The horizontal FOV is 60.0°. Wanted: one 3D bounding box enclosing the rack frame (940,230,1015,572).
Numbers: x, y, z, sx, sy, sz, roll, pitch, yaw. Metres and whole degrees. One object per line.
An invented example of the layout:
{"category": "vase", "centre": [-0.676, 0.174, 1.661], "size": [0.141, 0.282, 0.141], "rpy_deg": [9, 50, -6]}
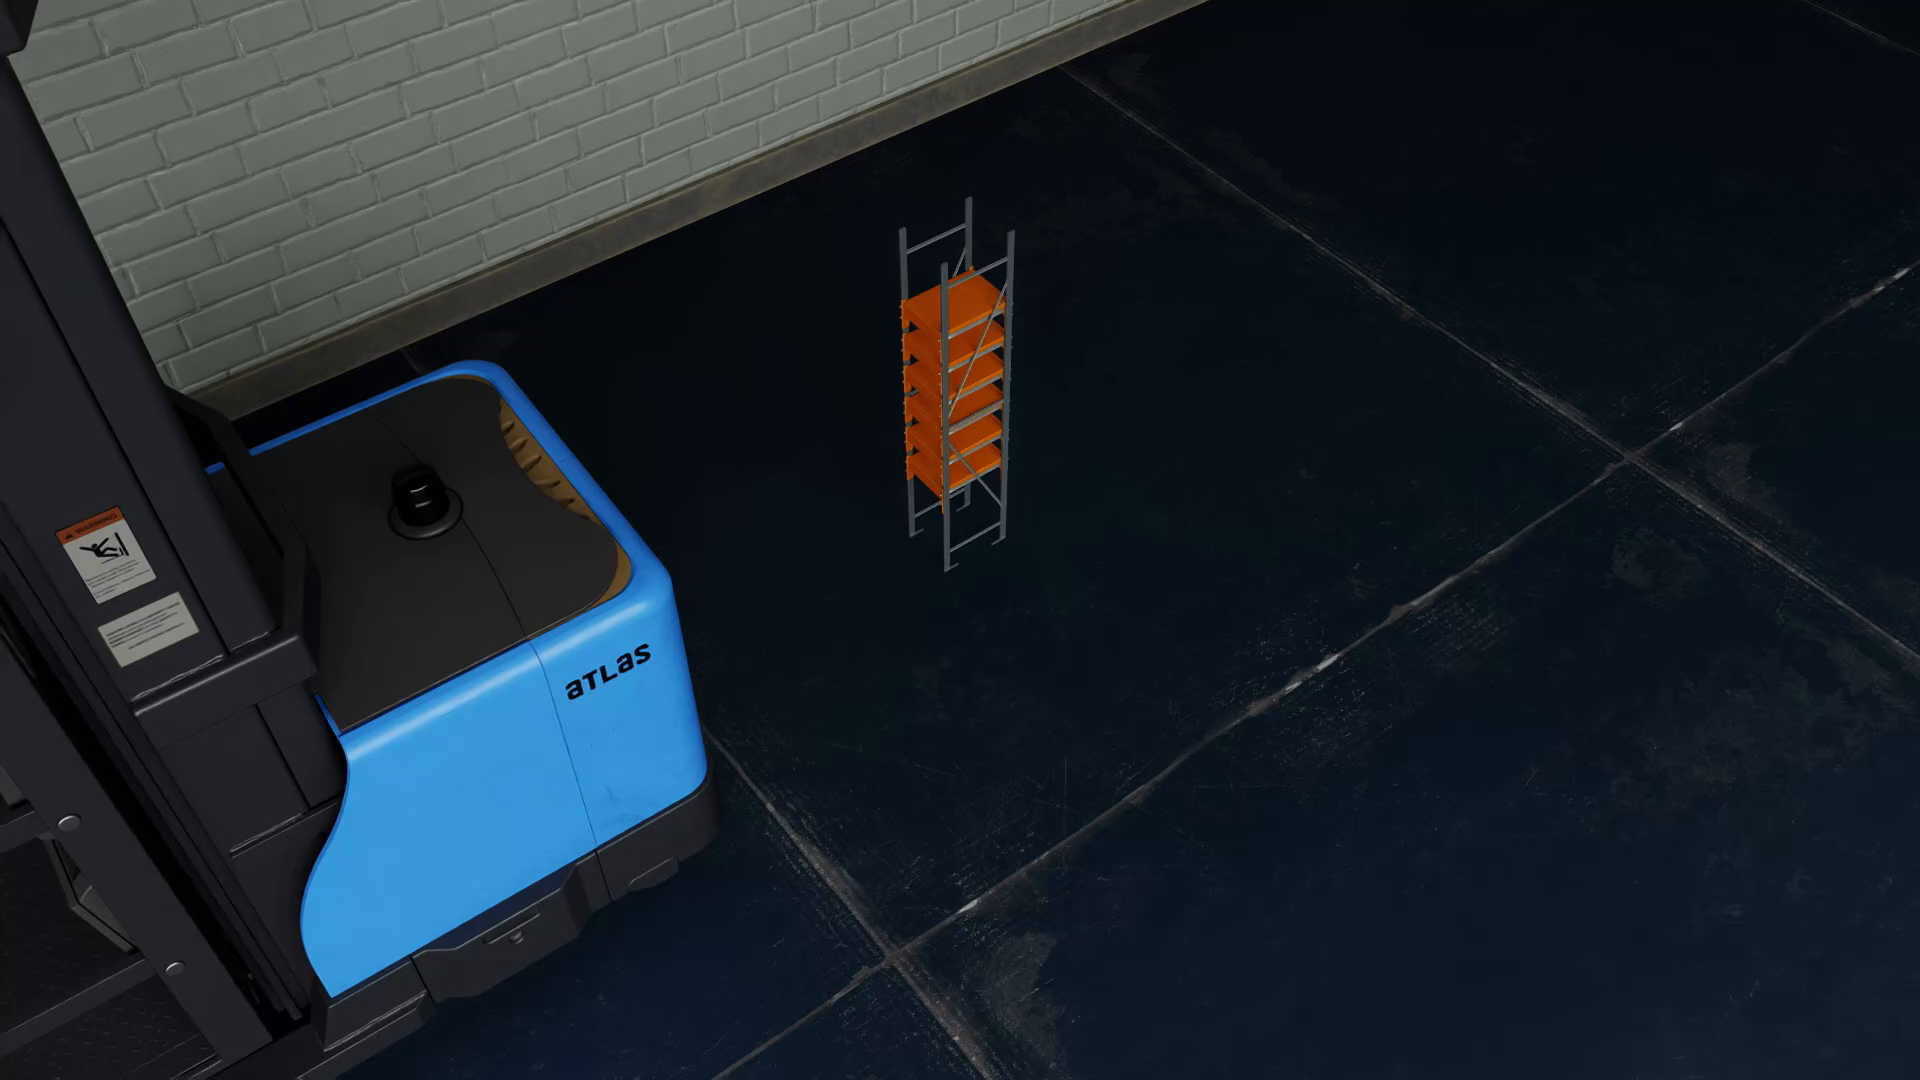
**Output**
{"category": "rack frame", "centre": [0.047, -0.358, 4.764], "size": [0.240, 1.200, 0.006], "rpy_deg": [-29, 54, -24]}

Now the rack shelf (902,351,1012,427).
{"category": "rack shelf", "centre": [-0.009, -0.462, 4.757], "size": [0.258, 0.103, 0.180], "rpy_deg": [-29, 54, -24]}

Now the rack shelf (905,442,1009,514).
{"category": "rack shelf", "centre": [-0.009, -0.220, 5.024], "size": [0.258, 0.103, 0.180], "rpy_deg": [-29, 54, -24]}

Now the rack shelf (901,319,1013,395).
{"category": "rack shelf", "centre": [-0.009, -0.543, 4.668], "size": [0.258, 0.103, 0.180], "rpy_deg": [-29, 54, -24]}

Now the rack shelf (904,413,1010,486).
{"category": "rack shelf", "centre": [-0.009, -0.301, 4.935], "size": [0.258, 0.103, 0.180], "rpy_deg": [-29, 54, -24]}

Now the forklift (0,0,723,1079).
{"category": "forklift", "centre": [-2.128, 0.182, 3.107], "size": [3.031, 2.935, 1.130], "rpy_deg": [-28, 54, -23]}

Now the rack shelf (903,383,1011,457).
{"category": "rack shelf", "centre": [-0.009, -0.382, 4.846], "size": [0.258, 0.103, 0.180], "rpy_deg": [-29, 54, -24]}

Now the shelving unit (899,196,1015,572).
{"category": "shelving unit", "centre": [-0.009, -0.412, 4.813], "size": [0.258, 1.200, 0.189], "rpy_deg": [-29, 54, -24]}

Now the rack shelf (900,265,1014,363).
{"category": "rack shelf", "centre": [-0.009, -0.623, 4.579], "size": [0.258, 0.103, 0.180], "rpy_deg": [-29, 54, -24]}

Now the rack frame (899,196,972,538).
{"category": "rack frame", "centre": [-0.064, -0.465, 4.862], "size": [0.240, 1.200, 0.006], "rpy_deg": [-29, 54, -24]}
